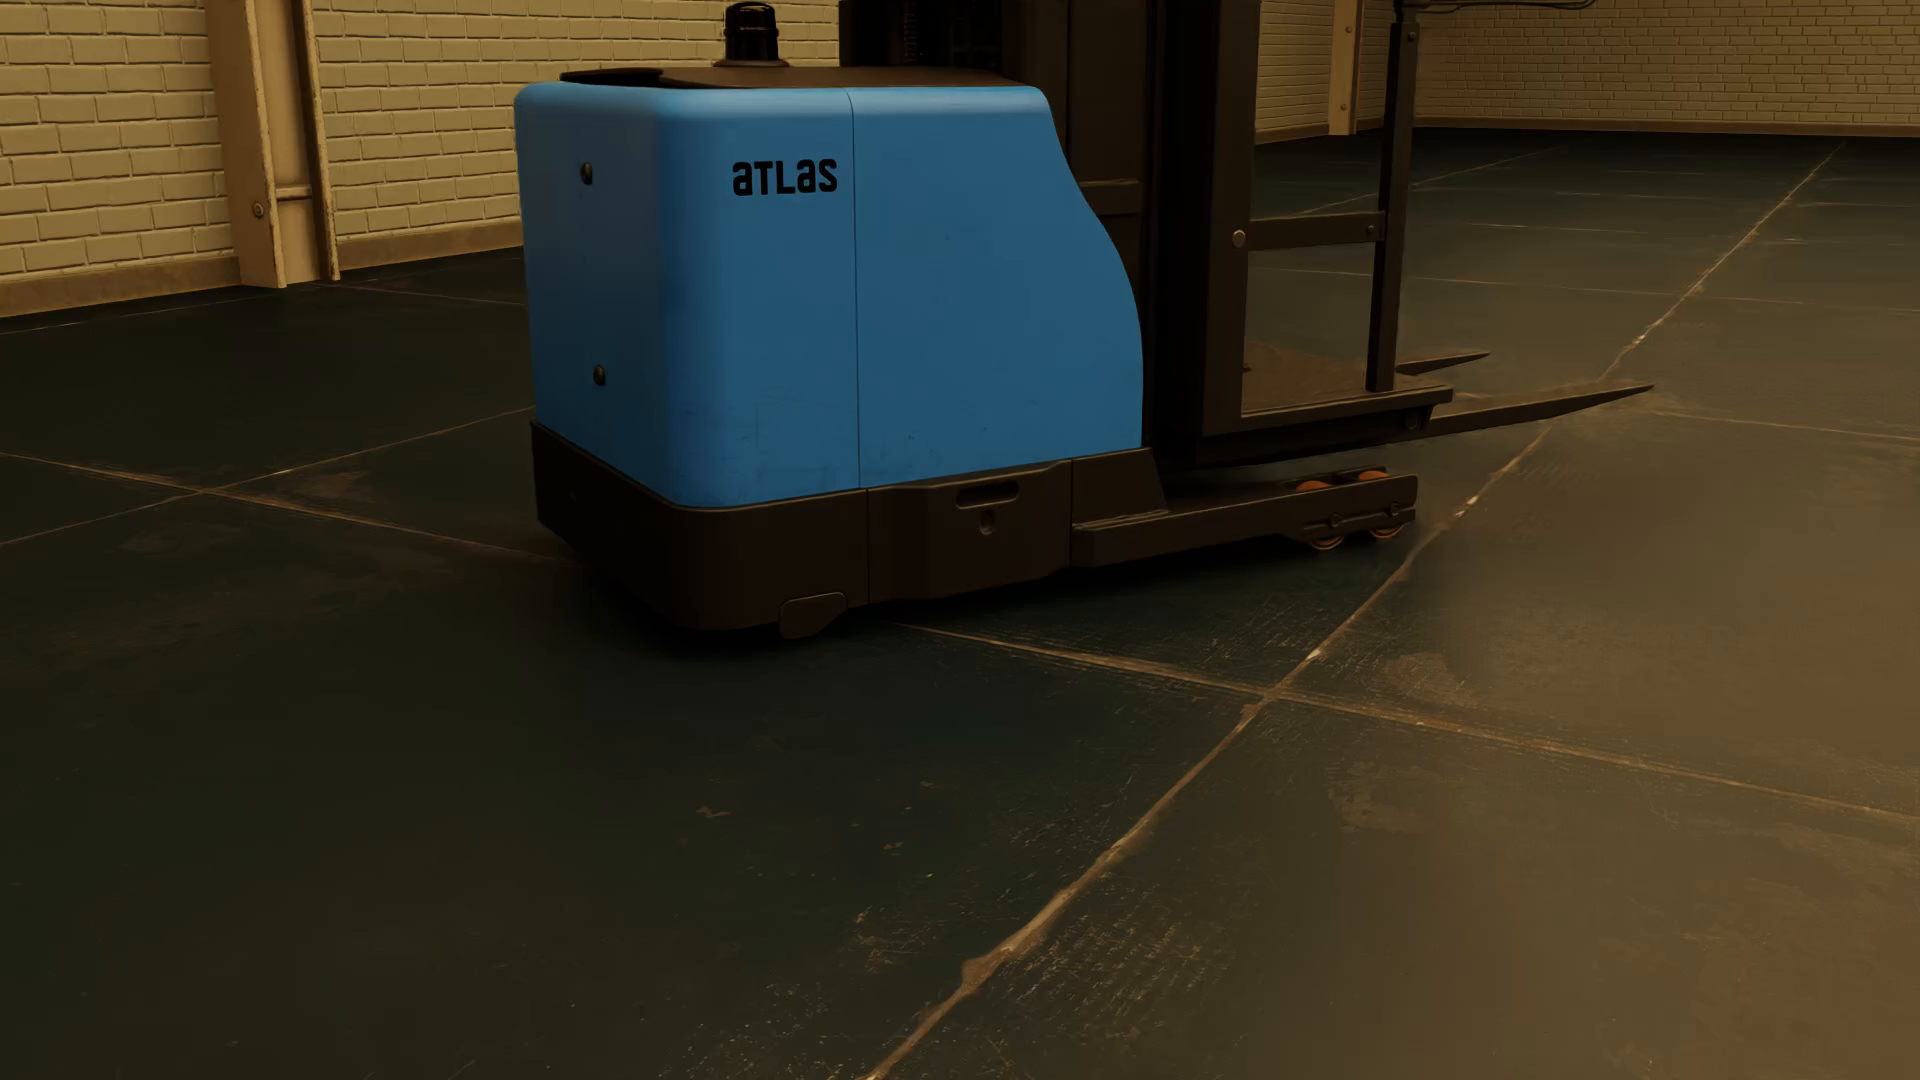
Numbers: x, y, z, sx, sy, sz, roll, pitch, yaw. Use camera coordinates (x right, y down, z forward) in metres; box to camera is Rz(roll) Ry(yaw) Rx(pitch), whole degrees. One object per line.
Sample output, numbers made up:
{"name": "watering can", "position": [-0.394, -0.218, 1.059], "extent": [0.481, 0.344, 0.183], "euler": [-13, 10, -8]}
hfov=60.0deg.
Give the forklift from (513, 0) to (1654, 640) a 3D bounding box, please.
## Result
{"name": "forklift", "position": [0.521, -1.498, 3.938], "extent": [3.031, 2.935, 1.130], "euler": [-10, 19, -30]}
